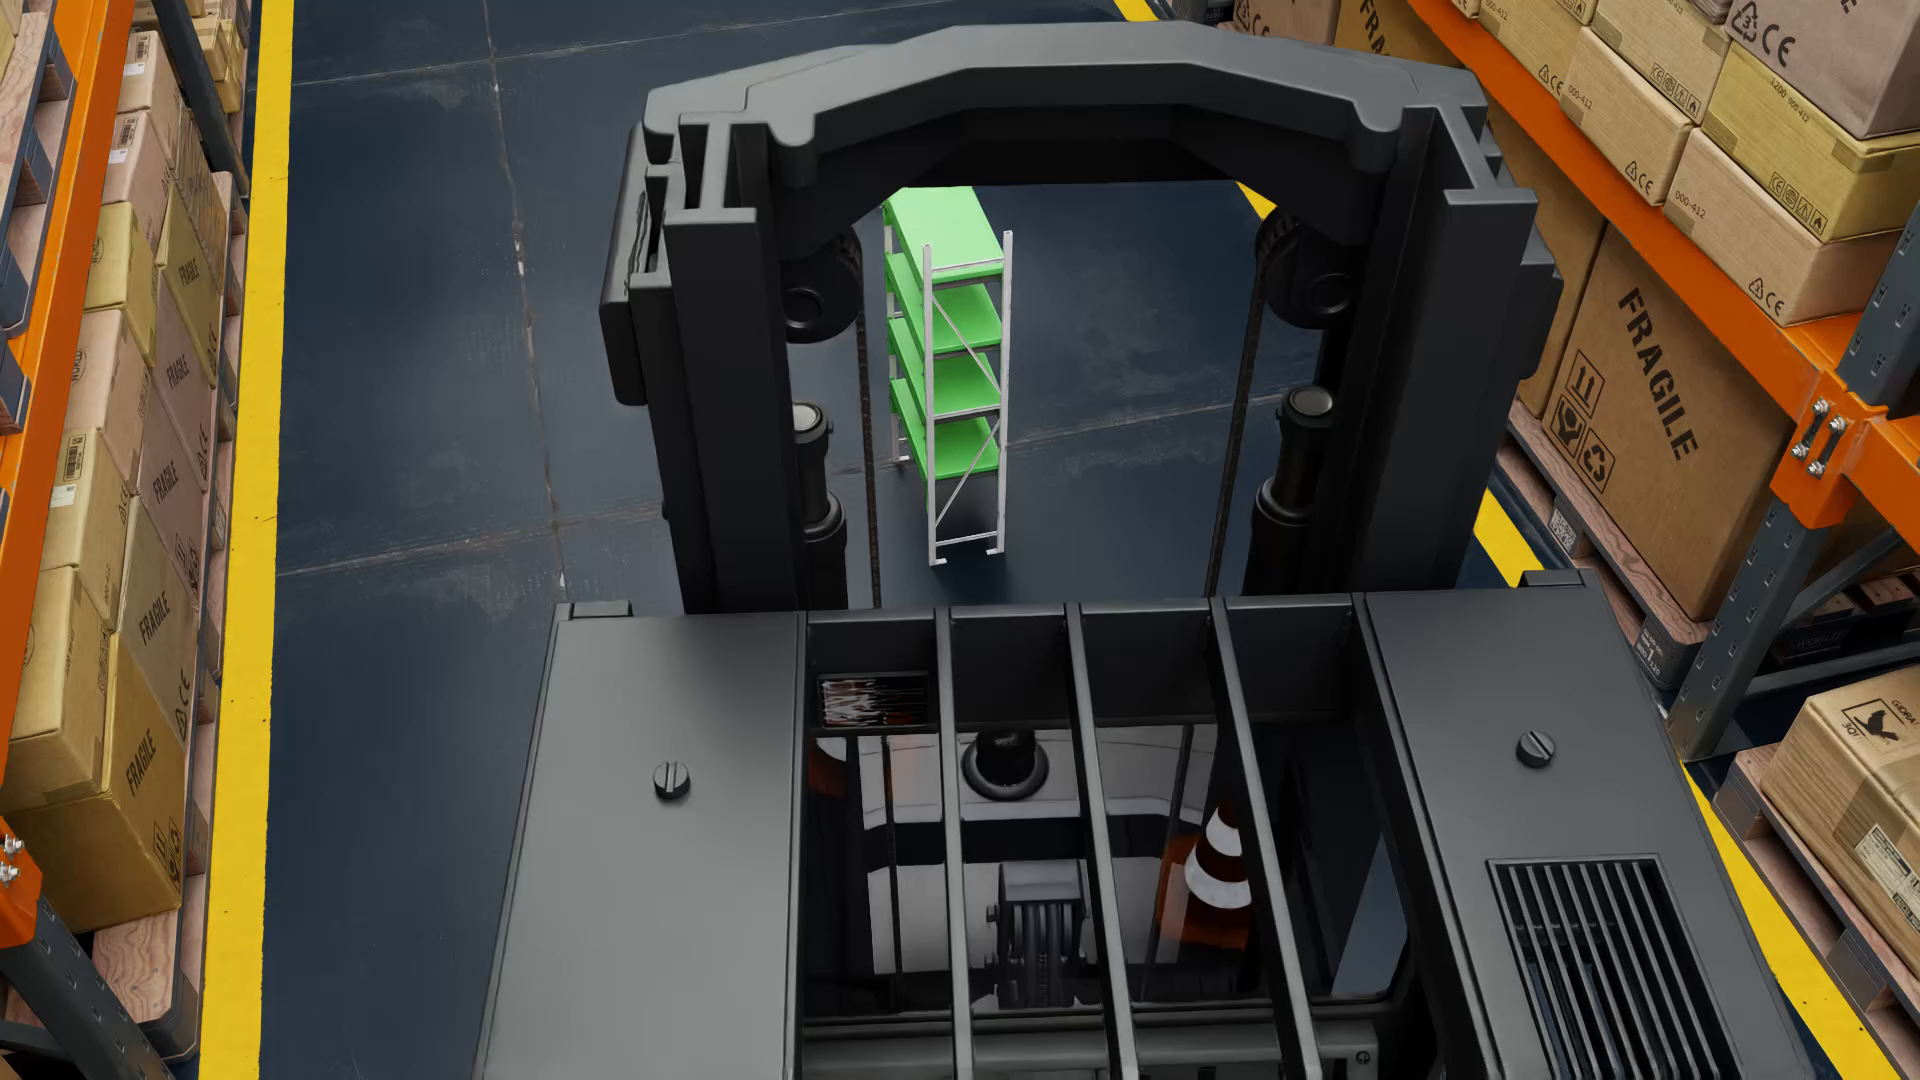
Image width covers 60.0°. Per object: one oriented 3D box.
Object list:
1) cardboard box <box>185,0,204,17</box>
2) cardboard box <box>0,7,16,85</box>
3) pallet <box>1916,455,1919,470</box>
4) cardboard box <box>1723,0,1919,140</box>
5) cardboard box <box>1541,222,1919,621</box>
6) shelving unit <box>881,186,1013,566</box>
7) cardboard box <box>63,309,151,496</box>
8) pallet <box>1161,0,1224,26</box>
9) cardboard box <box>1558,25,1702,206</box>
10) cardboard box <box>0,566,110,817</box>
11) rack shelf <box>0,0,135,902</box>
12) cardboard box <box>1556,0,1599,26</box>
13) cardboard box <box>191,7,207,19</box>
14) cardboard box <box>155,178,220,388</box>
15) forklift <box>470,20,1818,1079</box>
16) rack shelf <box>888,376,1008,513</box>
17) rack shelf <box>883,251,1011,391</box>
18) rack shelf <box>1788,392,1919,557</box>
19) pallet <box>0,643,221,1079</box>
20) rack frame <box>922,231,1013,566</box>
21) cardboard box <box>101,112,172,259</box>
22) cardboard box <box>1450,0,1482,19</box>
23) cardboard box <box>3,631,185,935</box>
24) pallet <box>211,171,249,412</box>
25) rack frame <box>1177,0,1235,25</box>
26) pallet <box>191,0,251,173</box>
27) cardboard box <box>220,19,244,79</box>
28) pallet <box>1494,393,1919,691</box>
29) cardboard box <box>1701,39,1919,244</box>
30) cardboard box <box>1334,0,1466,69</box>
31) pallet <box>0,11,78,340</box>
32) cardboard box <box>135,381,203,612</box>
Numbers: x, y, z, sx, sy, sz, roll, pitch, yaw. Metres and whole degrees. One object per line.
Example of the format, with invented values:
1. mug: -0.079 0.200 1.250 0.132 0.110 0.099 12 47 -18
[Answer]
1. cardboard box: -3.205 -2.175 6.567 0.380 0.149 0.250 -9 46 -8
2. cardboard box: -2.674 -1.264 4.270 0.380 0.149 0.250 -9 46 -9
3. pallet: 2.765 -0.015 3.299 1.213 0.211 1.003 -11 47 -10
4. cardboard box: 2.094 -1.249 3.603 0.500 0.500 0.500 -12 47 -11
5. cardboard box: 2.383 -0.450 4.784 0.875 0.875 0.875 -11 47 -11
6. shelving unit: -0.042 -0.534 4.933 0.258 1.200 0.503 -11 47 -10
7. cardboard box: -2.467 -0.329 4.403 0.500 0.250 0.500 -10 46 -10
8. pallet: 1.336 -2.879 7.924 1.003 0.211 1.213 -11 47 -10
9. cardboard box: 1.953 -1.154 4.385 0.500 0.250 0.500 -10 46 -10
10. cardboard box: -2.222 0.365 3.723 0.500 0.250 0.500 -13 47 -12
11. rack shelf: -2.792 -0.709 4.348 1.077 0.370 4.000 -11 47 -10
12. cardboard box: 1.824 -1.668 4.539 0.500 0.250 0.500 -12 47 -11
13. cardboard box: -3.239 -2.062 6.664 0.380 0.149 0.250 -10 46 -10
14. cardboard box: -2.740 -0.794 5.384 0.500 0.500 0.500 -12 47 -11
15. forklift: 0.138 0.984 2.234 1.130 2.935 3.031 -2 46 -2
16. rack shelf: -0.042 -0.322 5.151 0.258 0.148 0.480 -11 47 -10
17. rack shelf: -0.042 -0.658 4.808 0.258 0.148 0.480 -11 47 -10
18. rack shelf: 2.991 1.078 2.597 1.077 0.370 4.000 -11 47 -10
19. pallet: -2.479 0.857 4.263 1.003 0.211 1.213 -11 47 -10
20. rack frame: 0.020 -0.366 4.768 0.240 1.200 0.015 -11 47 -10
21. cardboard box: -2.750 -1.051 5.110 0.500 0.250 0.500 -9 46 -8
22. cardboard box: 1.682 -1.851 5.069 0.500 0.250 0.500 -11 47 -11
23. cardboard box: -2.214 0.613 4.005 0.500 0.500 0.500 -13 47 -12
24. pallet: -3.103 -0.828 5.914 1.003 0.211 1.213 -11 47 -10
25. rack frame: 1.455 -3.316 6.400 1.000 3.000 0.127 -11 47 -10
26. pallet: -3.510 -1.823 6.888 1.003 0.211 1.213 -11 47 -10
27. cardboard box: -3.155 -1.984 6.796 0.380 0.149 0.250 -9 46 -9
28. pallet: 2.350 -0.137 5.236 1.003 0.211 1.213 -11 47 -10
29. cardboard box: 2.110 -0.965 3.850 0.500 0.250 0.500 -11 47 -10
30. cardboard box: 1.930 -1.684 5.994 0.875 0.875 0.875 -9 46 -9
31. pallet: -2.826 -0.872 4.138 1.003 0.211 1.213 -11 47 -10
32. cardboard box: -2.482 -0.087 4.691 0.500 0.500 0.500 -12 47 -11
